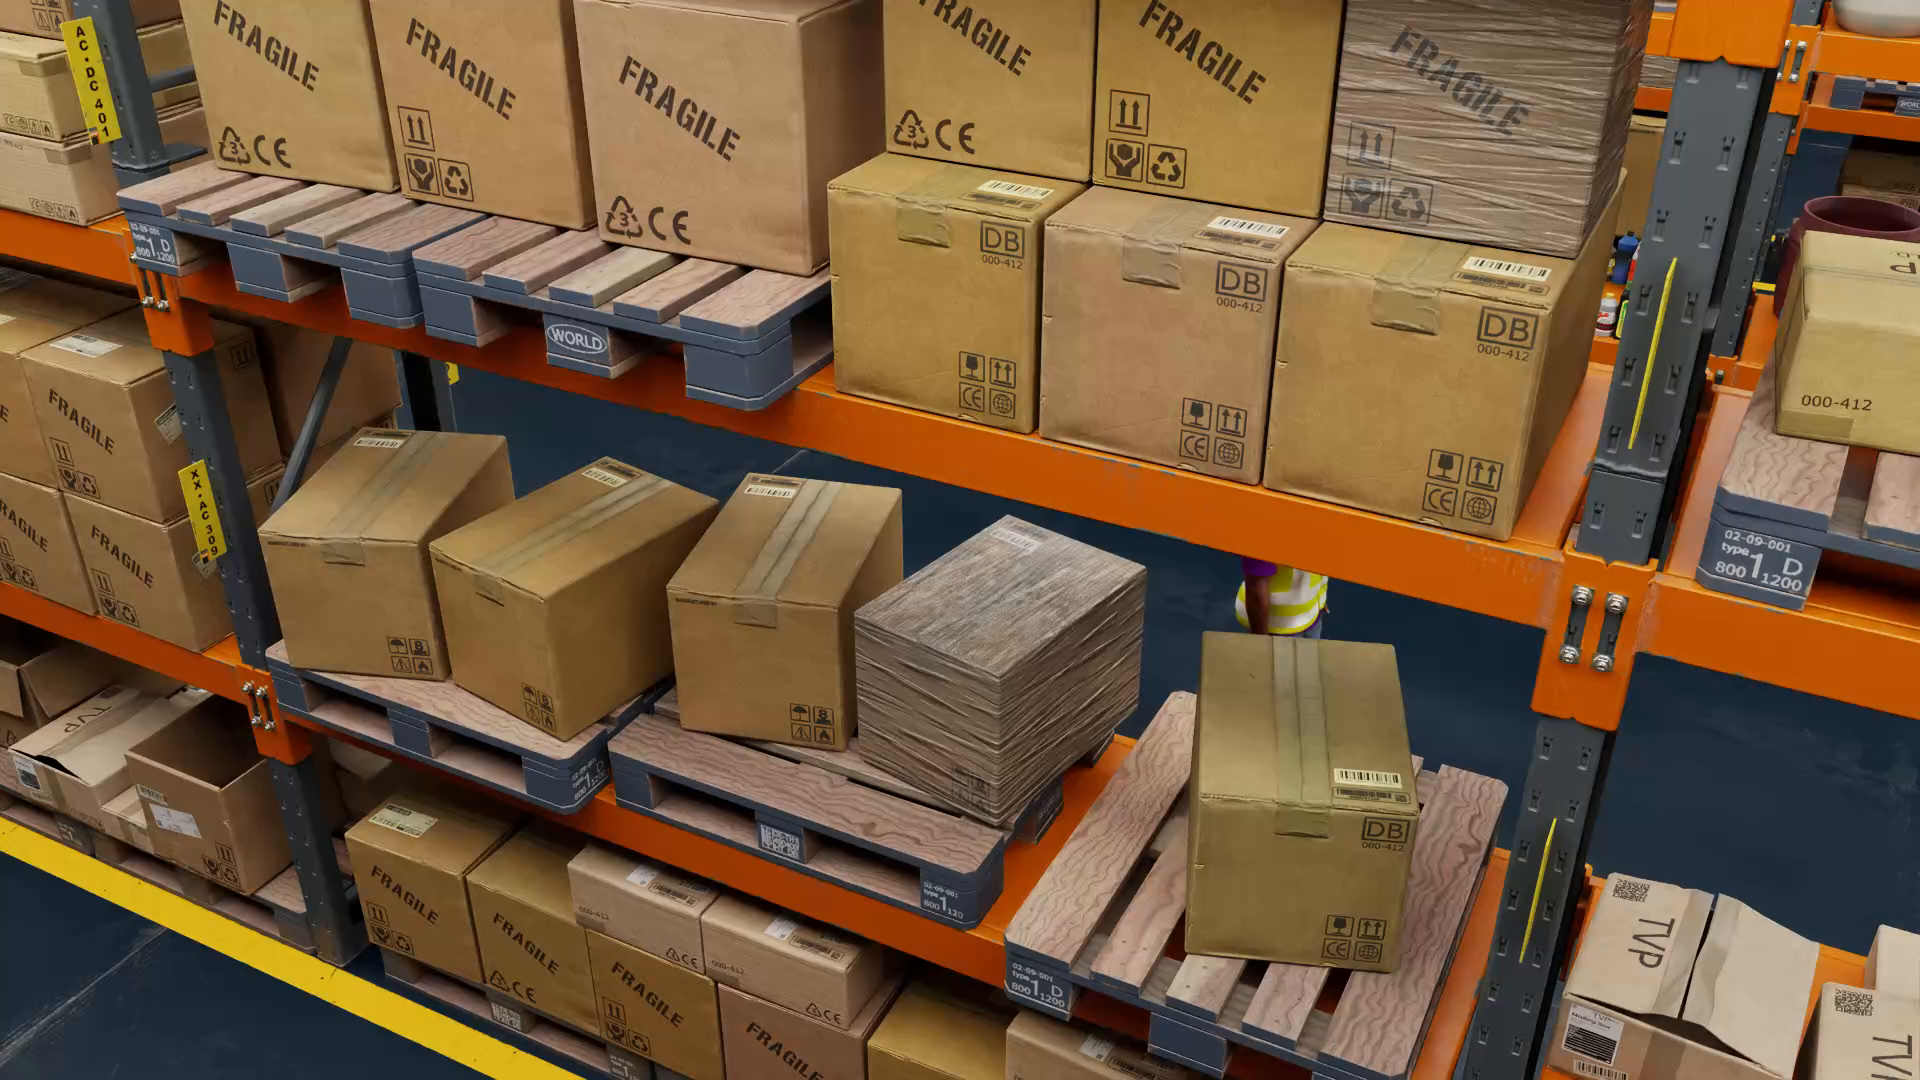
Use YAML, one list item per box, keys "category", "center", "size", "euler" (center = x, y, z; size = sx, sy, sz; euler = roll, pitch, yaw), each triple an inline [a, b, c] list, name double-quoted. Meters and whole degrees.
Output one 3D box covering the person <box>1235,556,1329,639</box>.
- category: "person"
  center: [1.289, 0.339, 6.636]
  size: [0.490, 1.810, 0.570]
  euler: [15, 33, 24]
